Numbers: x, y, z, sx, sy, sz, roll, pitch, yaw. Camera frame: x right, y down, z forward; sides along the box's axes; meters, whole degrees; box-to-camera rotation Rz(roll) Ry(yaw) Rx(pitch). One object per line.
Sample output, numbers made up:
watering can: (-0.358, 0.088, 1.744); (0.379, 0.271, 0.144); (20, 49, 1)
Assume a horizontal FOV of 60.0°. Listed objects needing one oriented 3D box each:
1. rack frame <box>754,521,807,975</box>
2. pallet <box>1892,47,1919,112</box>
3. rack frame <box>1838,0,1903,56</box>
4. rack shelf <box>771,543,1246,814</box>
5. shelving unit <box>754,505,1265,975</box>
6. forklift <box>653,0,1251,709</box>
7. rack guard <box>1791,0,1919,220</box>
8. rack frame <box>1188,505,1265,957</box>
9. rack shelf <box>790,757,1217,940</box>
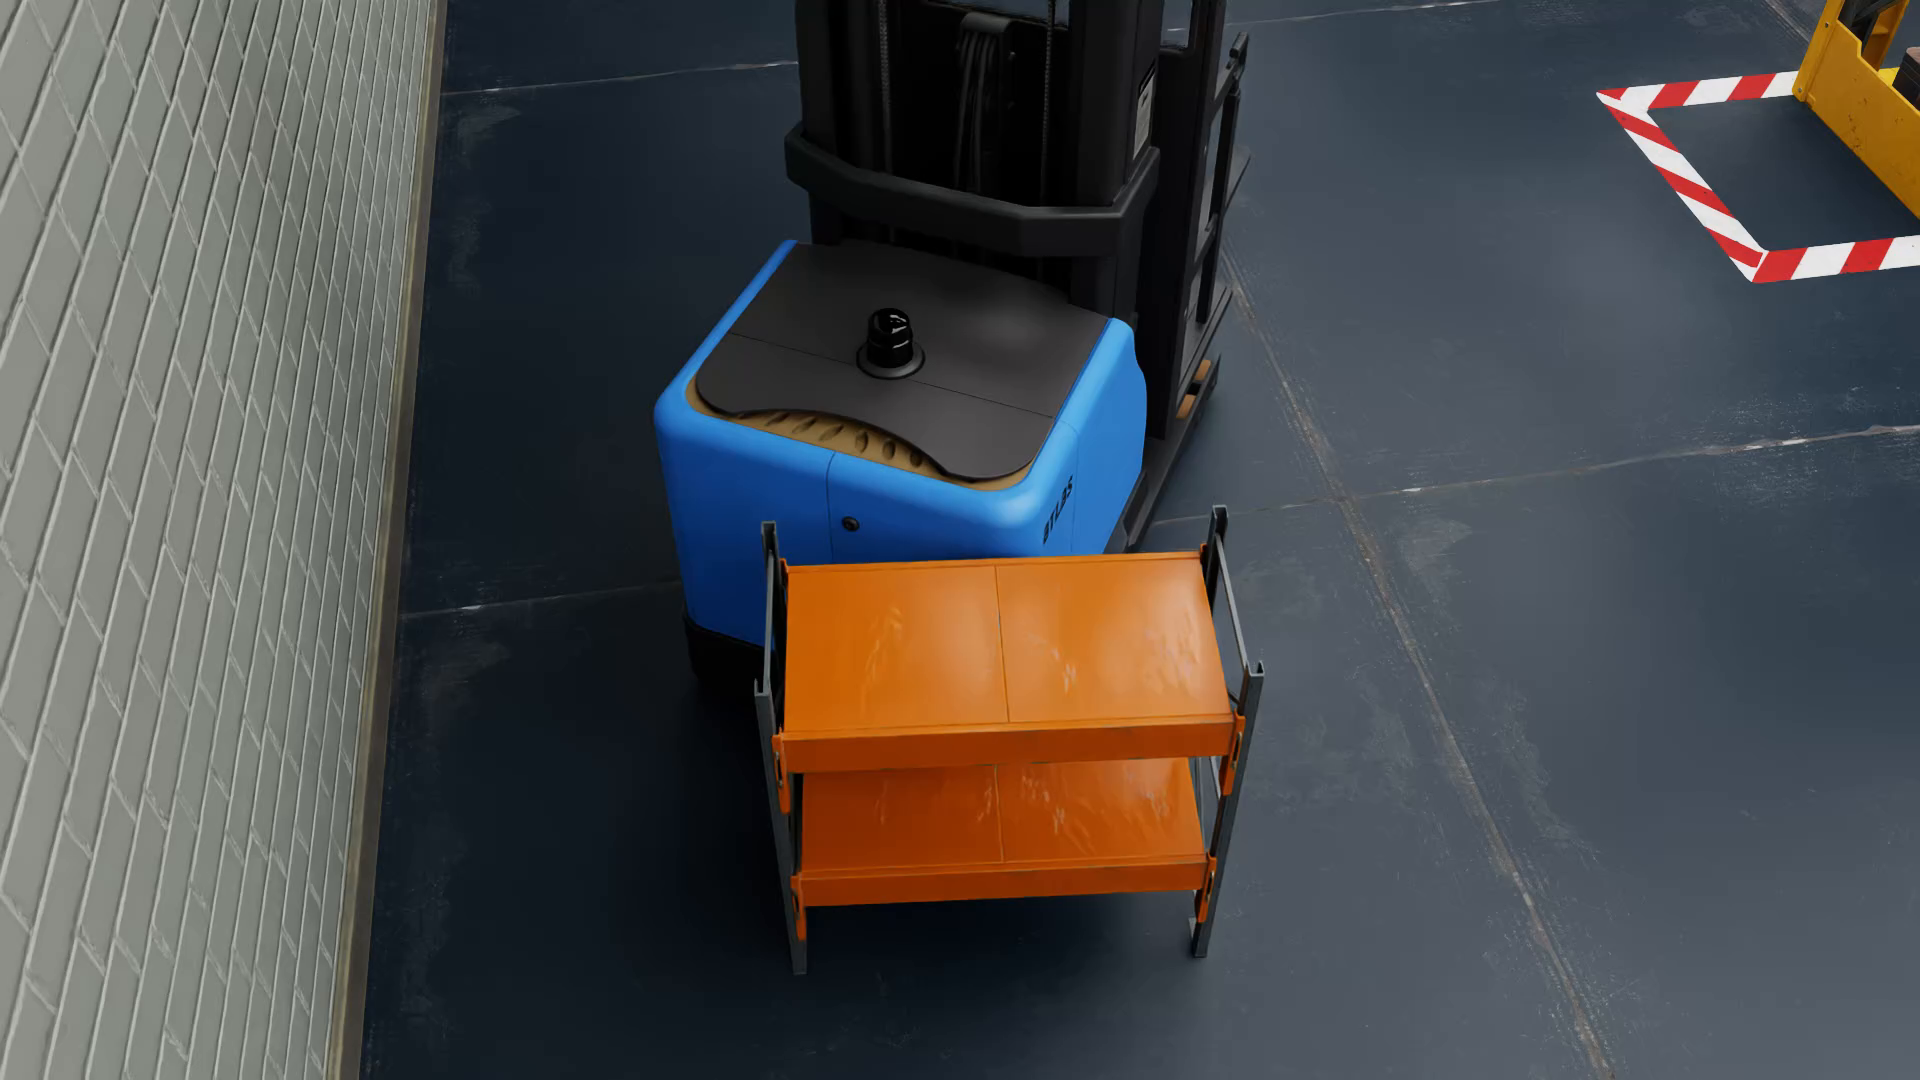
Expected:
rack frame: (-0.416, 0.527, 3.961); (0.032, 1.125, 0.500); (-2, 46, -2)
pallet: (4.611, -1.697, 6.739); (1.213, 0.211, 1.003); (-7, 46, -7)
rack frame: (3.730, -2.581, 5.654); (0.127, 3.000, 1.000); (-7, 46, -7)
rack shelf: (0.091, 0.306, 3.768); (1.000, 0.278, 0.538); (-2, 46, -2)
shelving unit: (0.091, 0.508, 3.979); (1.048, 1.125, 0.538); (-2, 46, -2)
forklift: (0.240, -1.450, 4.612); (1.130, 2.935, 3.031); (16, 48, 15)
rack guard: (3.805, -1.723, 6.563); (0.348, 0.500, 1.175); (-7, 46, -7)
rack frame: (0.599, 0.490, 3.996); (0.032, 1.125, 0.500); (-2, 46, -2)
rack shelf: (0.091, 0.678, 4.155); (1.000, 0.278, 0.538); (-2, 46, -2)
